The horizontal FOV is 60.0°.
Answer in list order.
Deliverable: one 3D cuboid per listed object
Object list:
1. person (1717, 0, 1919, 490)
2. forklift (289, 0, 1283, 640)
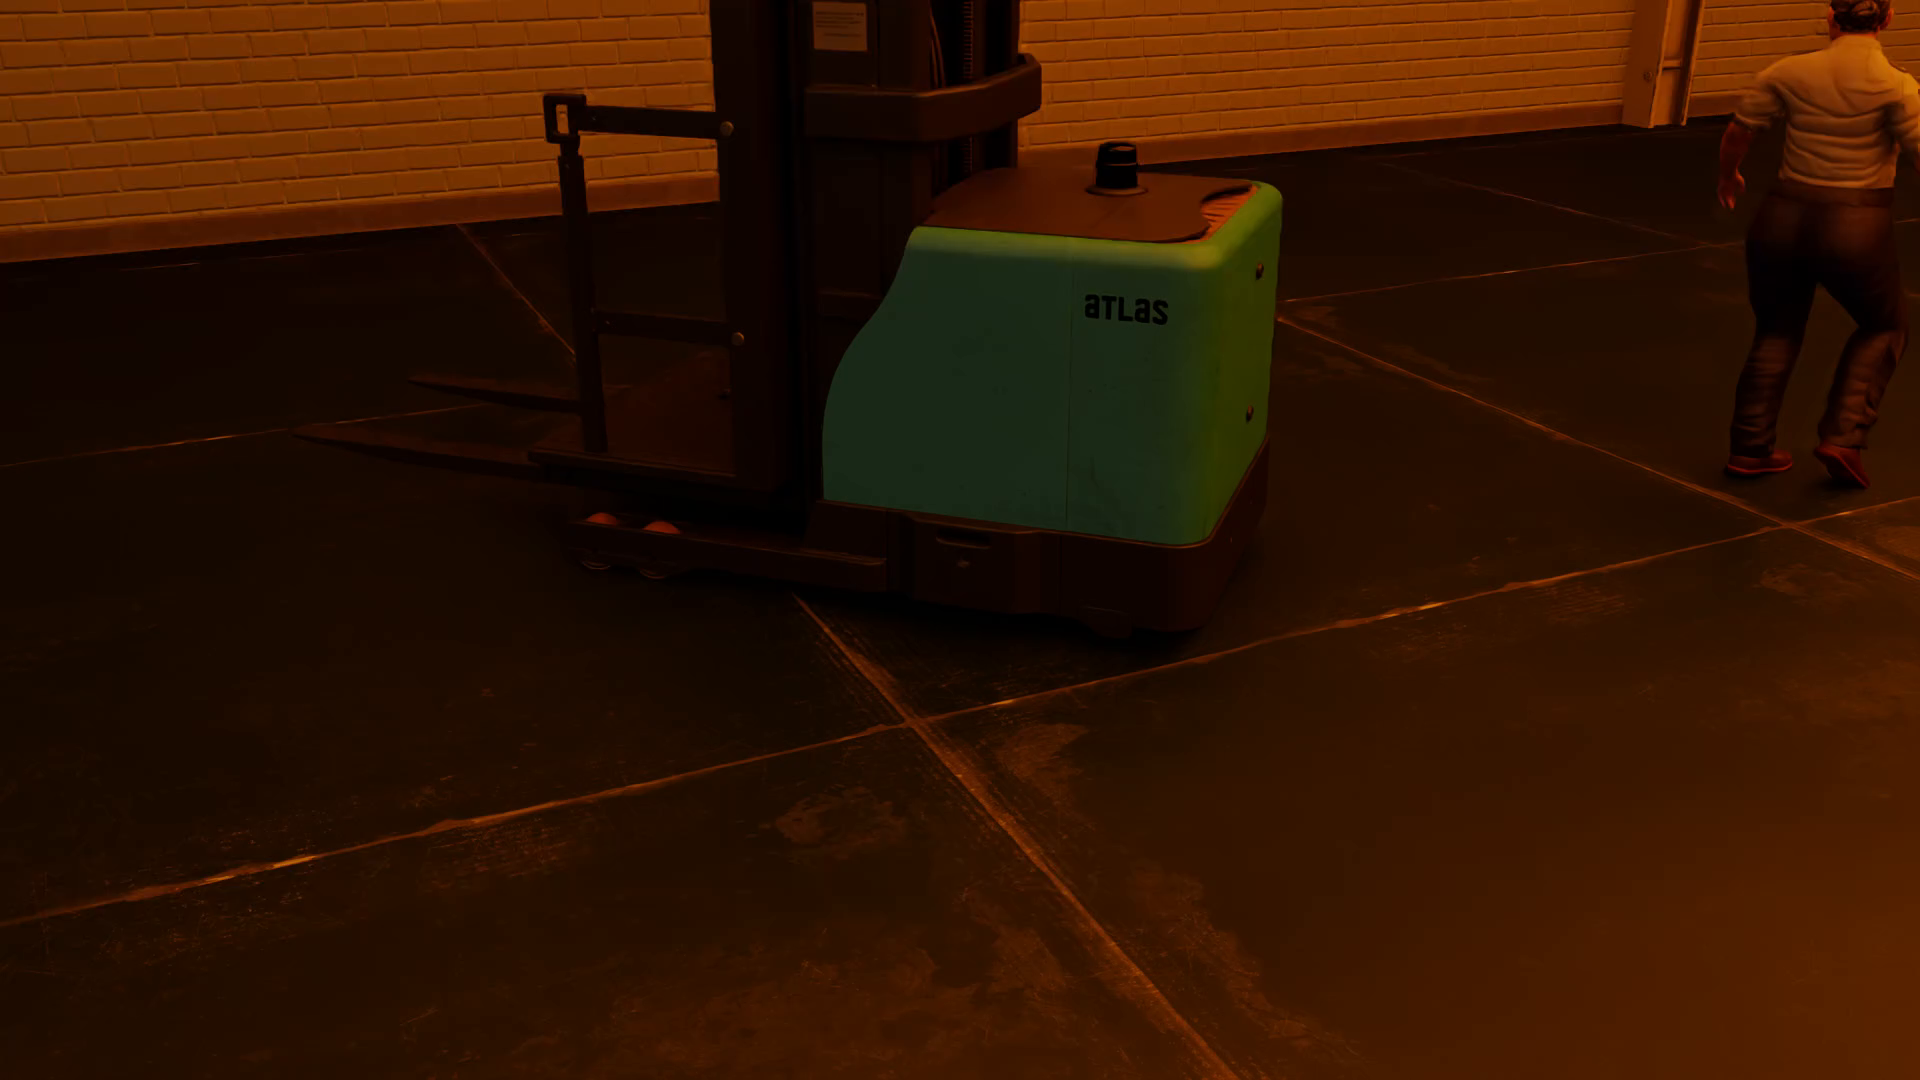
[{"bbox_3d":[2.771,-0.968,5.375,0.465,1.661,0.796,-17,28,-35],"label":"person"},{"bbox_3d":[-0.630,-1.420,4.704,3.031,2.935,1.130,8,24,18],"label":"forklift"}]
